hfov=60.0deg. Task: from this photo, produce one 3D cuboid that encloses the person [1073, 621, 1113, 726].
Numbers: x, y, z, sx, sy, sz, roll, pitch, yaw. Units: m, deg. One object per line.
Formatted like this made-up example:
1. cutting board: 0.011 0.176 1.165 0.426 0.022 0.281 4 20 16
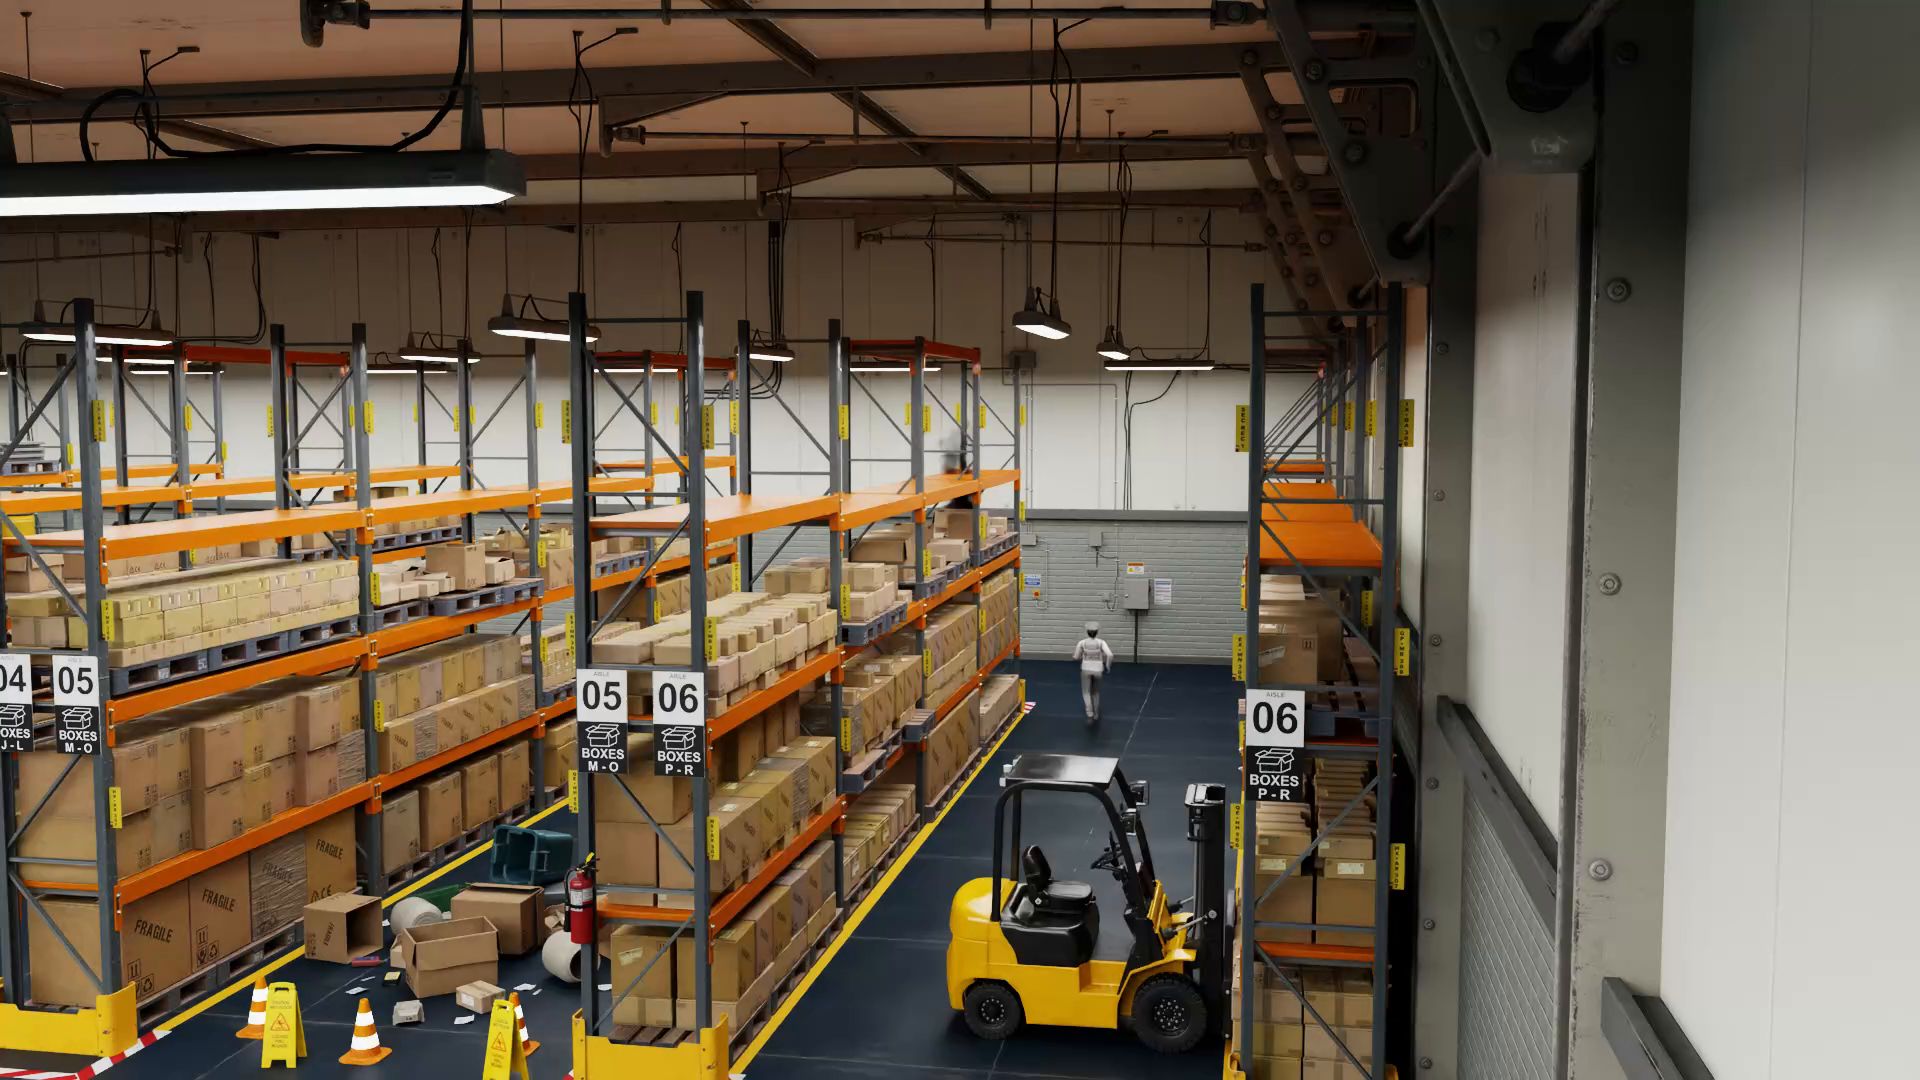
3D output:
1. person: 2.115 2.144 26.779 0.590 1.681 0.916 0 5 0
